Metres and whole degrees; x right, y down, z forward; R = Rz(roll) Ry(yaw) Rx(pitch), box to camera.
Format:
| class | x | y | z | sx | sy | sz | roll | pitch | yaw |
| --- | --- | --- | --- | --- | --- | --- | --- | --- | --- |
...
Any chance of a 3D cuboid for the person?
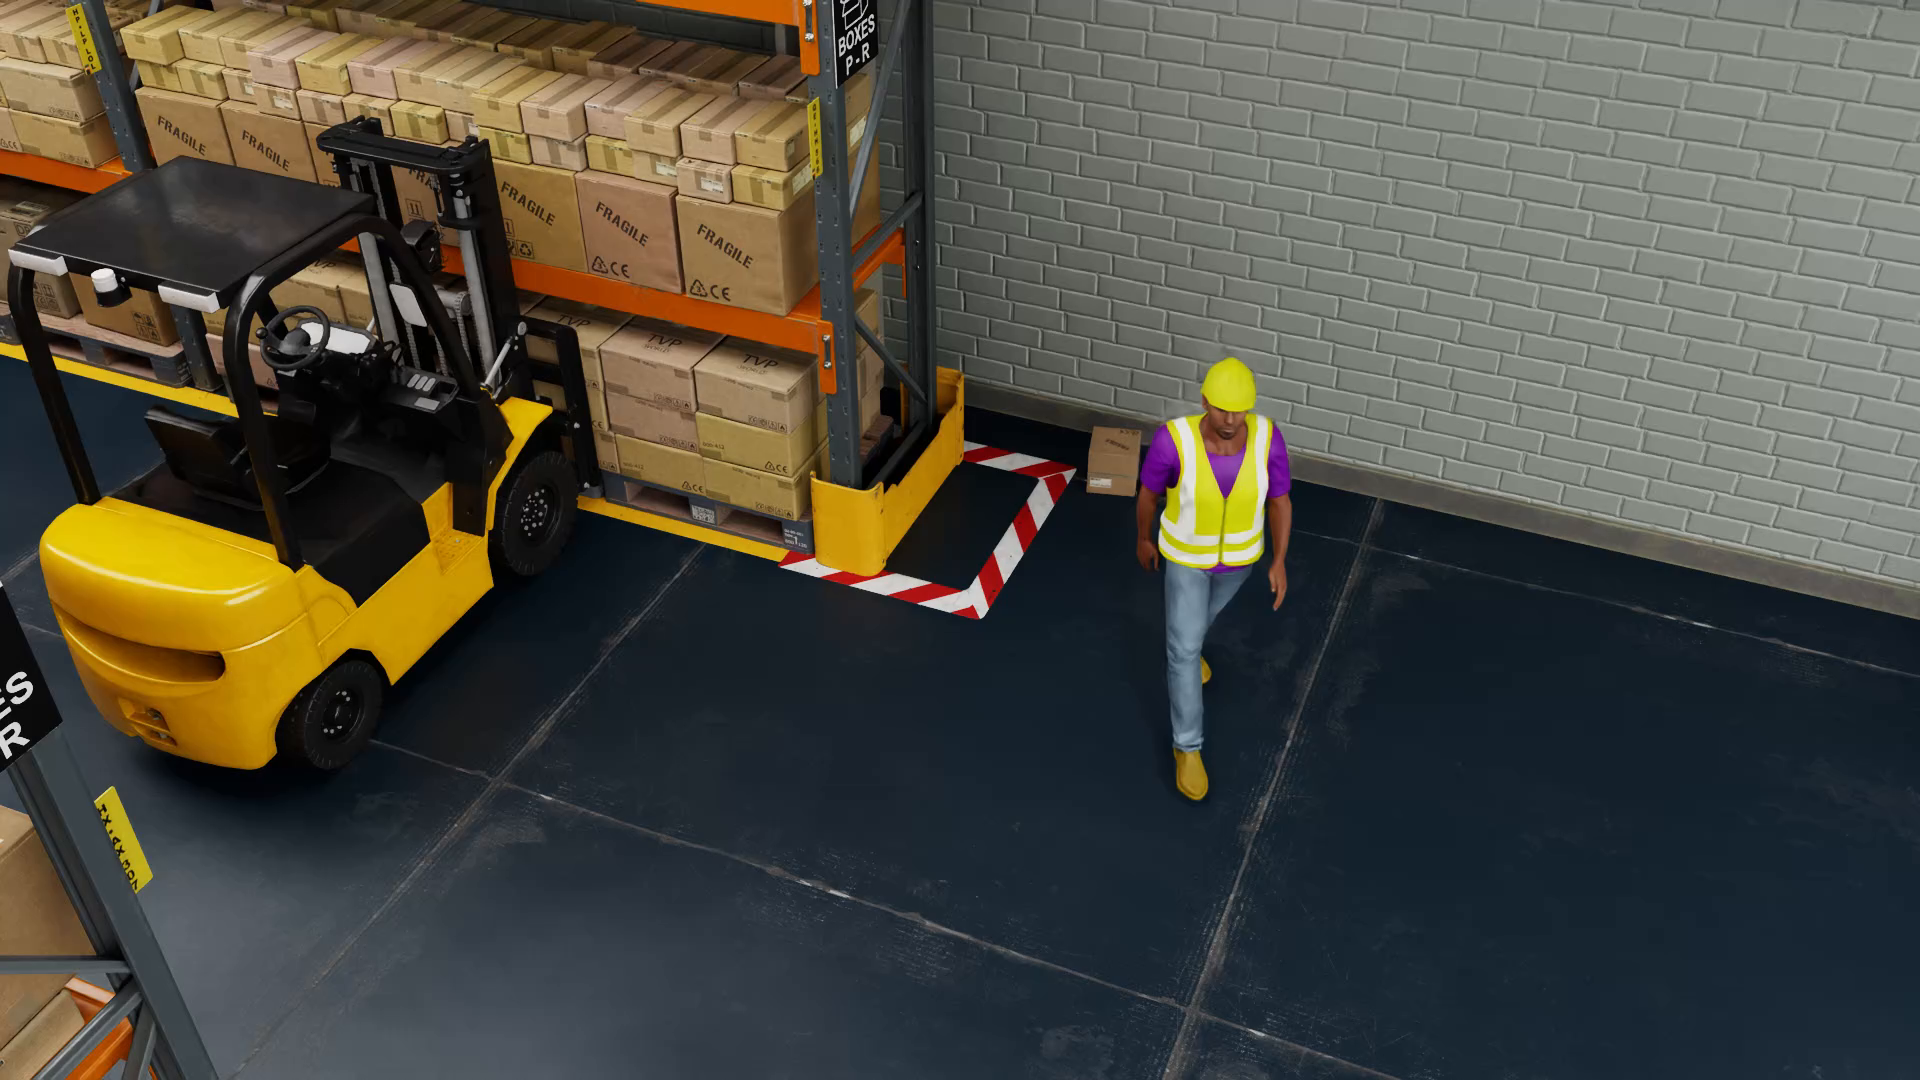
| class | x | y | z | sx | sy | sz | roll | pitch | yaw |
| --- | --- | --- | --- | --- | --- | --- | --- | --- | --- |
| person | 1.030 | 0.084 | 6.663 | 0.580 | 1.720 | 0.979 | -5 | 38 | -6 |
